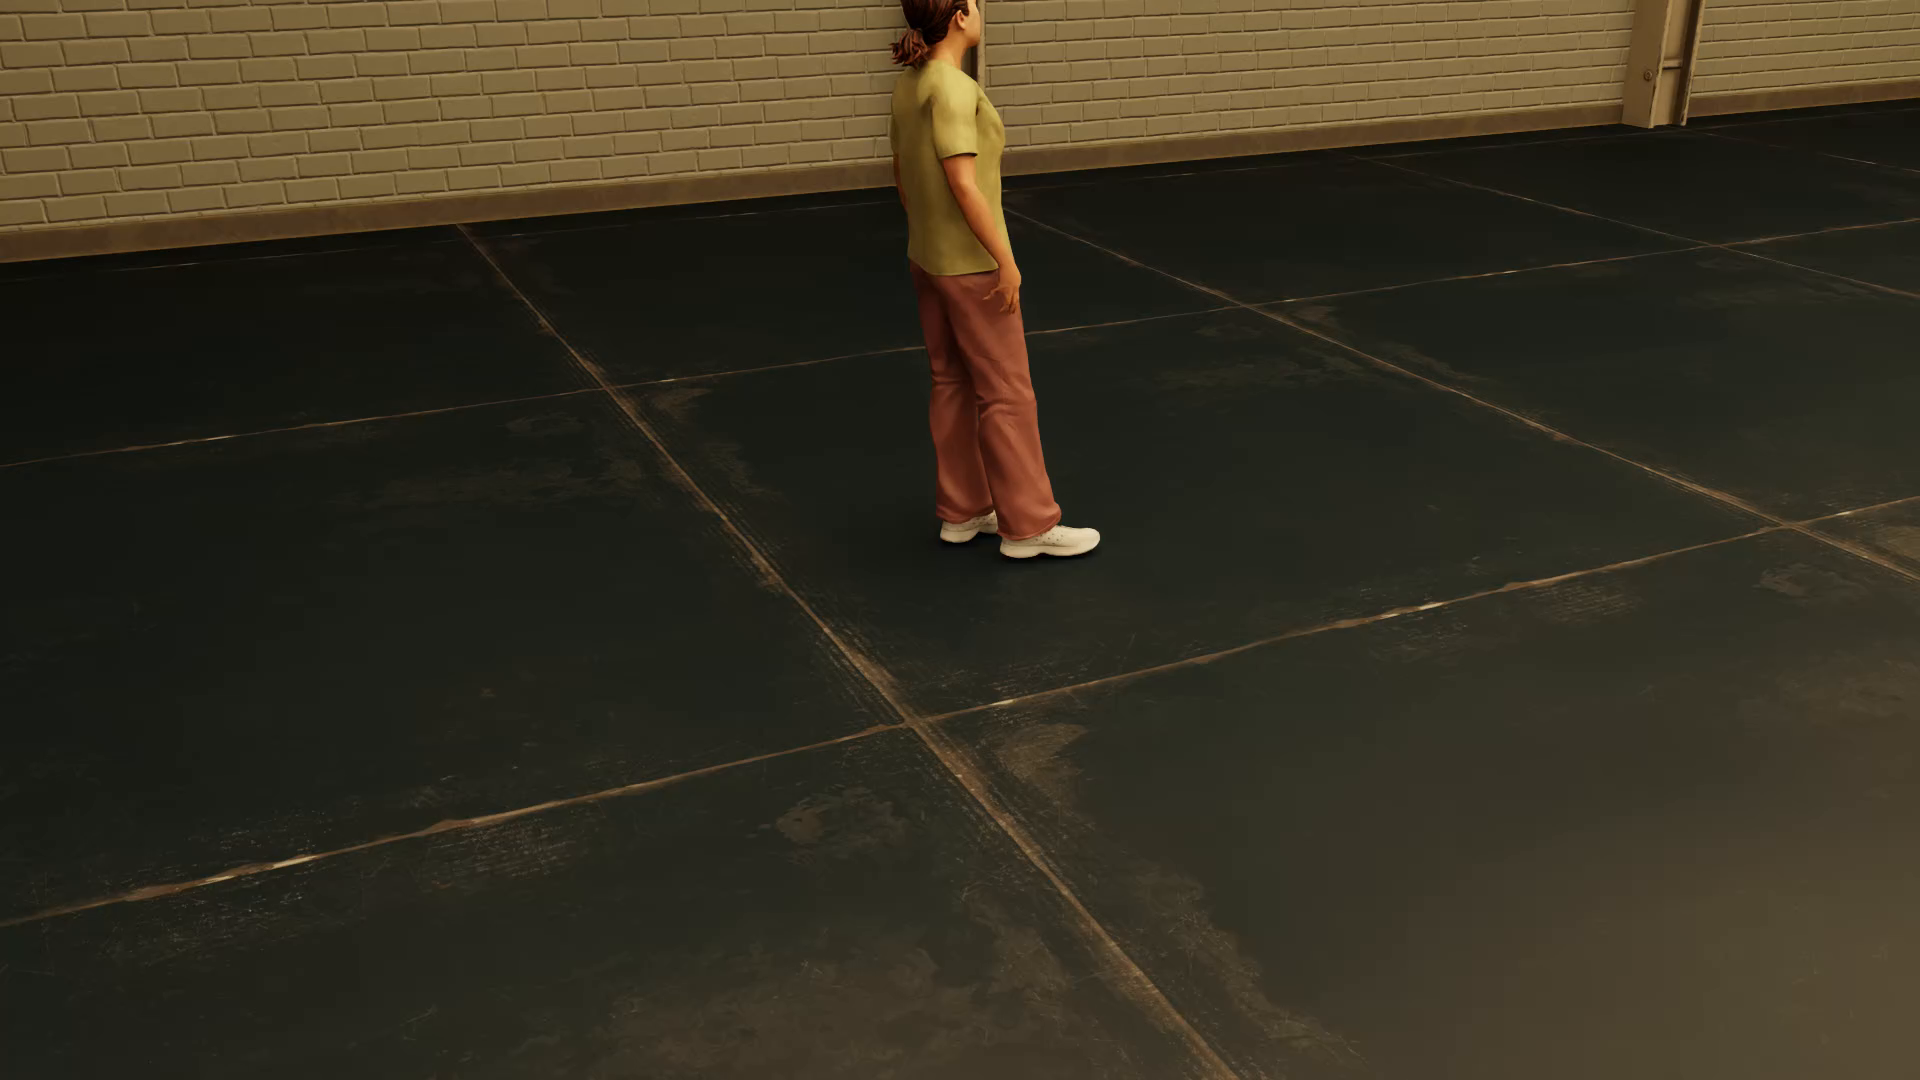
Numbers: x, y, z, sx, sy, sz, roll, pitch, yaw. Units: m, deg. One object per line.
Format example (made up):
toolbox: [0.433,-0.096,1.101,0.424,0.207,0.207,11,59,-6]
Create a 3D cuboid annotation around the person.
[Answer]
person: [0.072,-0.789,4.802,0.548,1.673,0.553,-10,25,-23]
